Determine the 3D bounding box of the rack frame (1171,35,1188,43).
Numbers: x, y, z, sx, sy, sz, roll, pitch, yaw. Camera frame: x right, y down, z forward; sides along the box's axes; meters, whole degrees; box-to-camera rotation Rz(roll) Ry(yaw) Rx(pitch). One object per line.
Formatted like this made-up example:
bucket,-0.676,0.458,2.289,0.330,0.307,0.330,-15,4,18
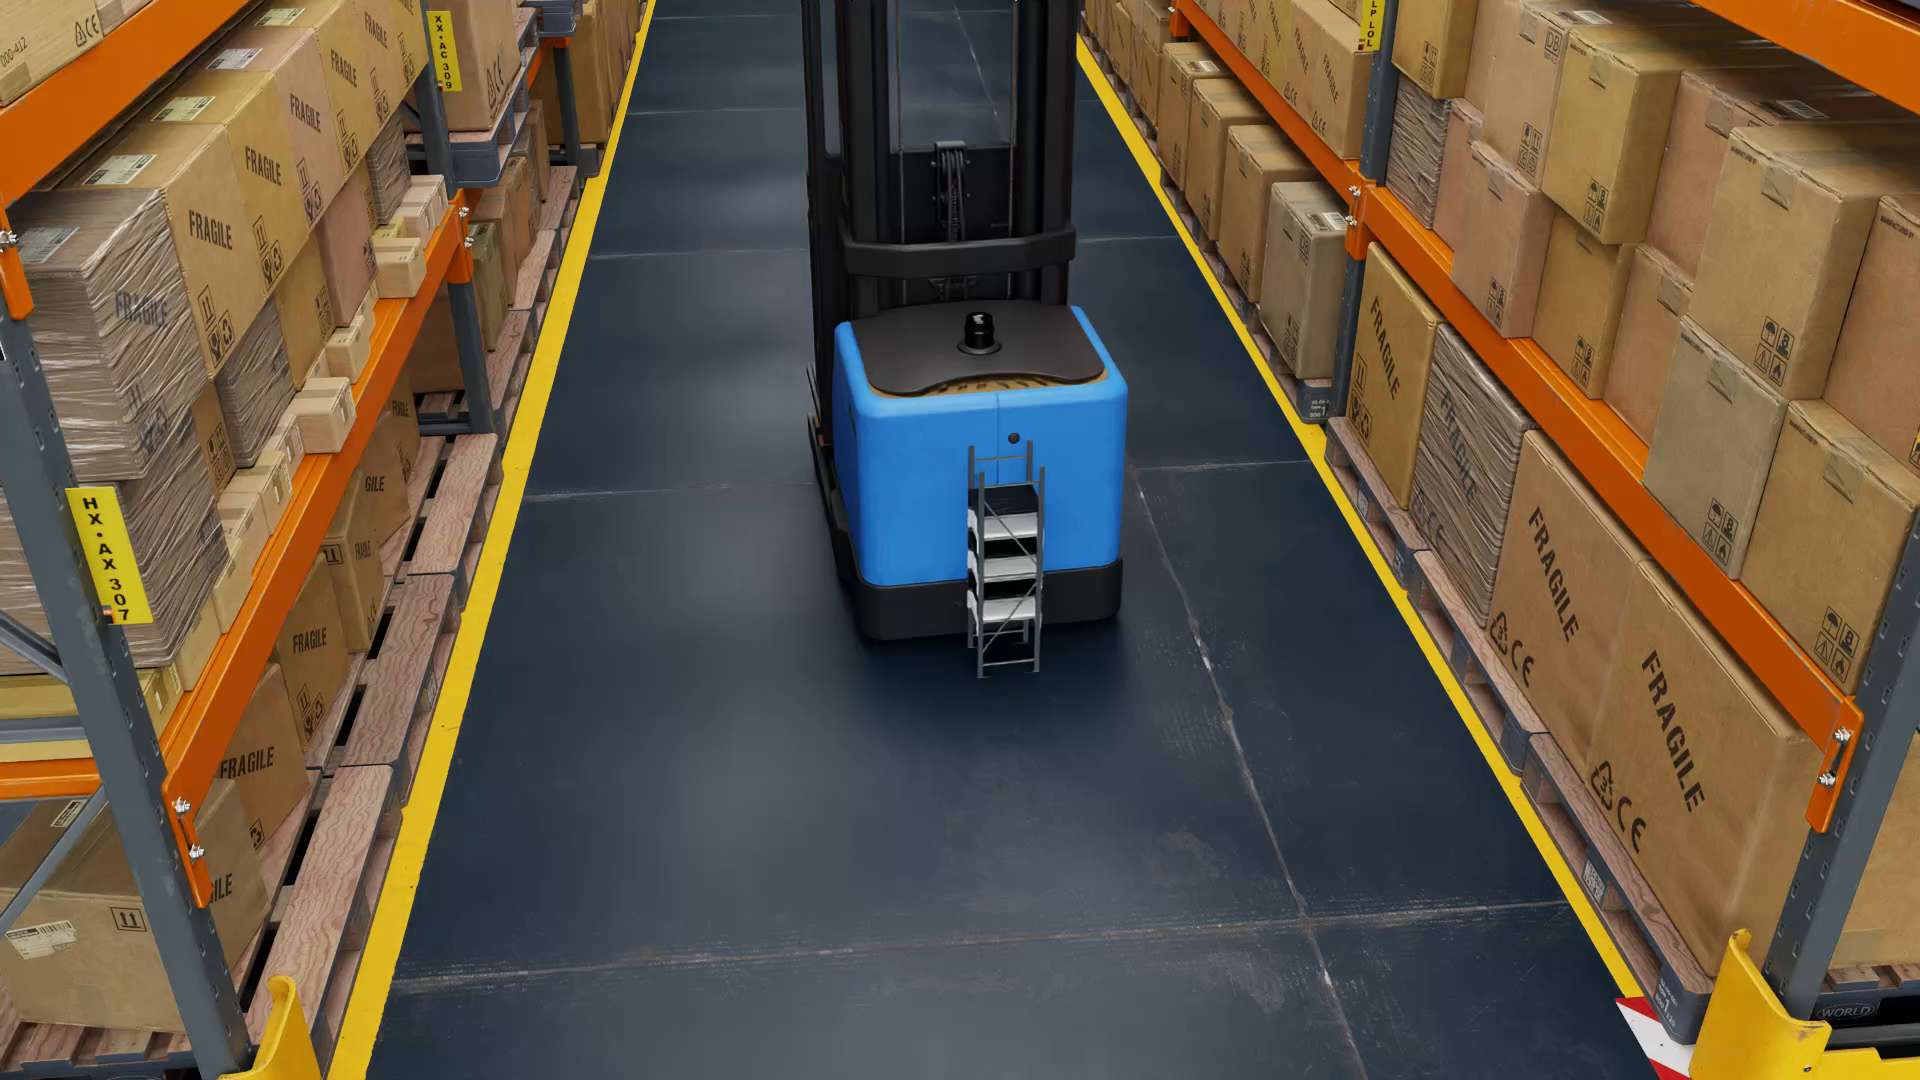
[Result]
rack frame,1.908,-3.837,10.749,1.000,3.000,0.127,-3,31,-5

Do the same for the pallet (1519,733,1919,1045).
pallet,2.503,1.040,5.303,1.003,0.211,1.213,-3,31,-5

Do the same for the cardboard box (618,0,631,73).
cardboard box,-3.249,-4.179,12.984,1.225,0.875,0.875,-4,31,-6

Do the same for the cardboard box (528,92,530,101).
cardboard box,-2.947,-2.748,10.203,0.500,0.250,0.500,-2,31,-3

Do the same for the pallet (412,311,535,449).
pallet,-2.740,-0.809,8.399,1.003,0.211,1.213,-3,31,-5

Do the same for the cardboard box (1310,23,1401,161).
cardboard box,1.967,-2.091,7.729,0.500,0.500,0.500,-3,31,-5

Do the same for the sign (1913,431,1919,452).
sign,2.114,-0.333,3.521,0.100,0.325,0.005,-3,31,-5

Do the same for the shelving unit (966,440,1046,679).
shelving unit,0.168,0.083,6.234,0.258,0.900,0.210,-5,31,-9

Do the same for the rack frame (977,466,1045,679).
rack frame,0.185,0.134,6.148,0.240,0.900,0.006,-5,31,-9

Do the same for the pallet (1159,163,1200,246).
pallet,1.907,-2.234,10.784,1.003,0.211,1.213,-3,31,-5

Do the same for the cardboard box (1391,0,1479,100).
cardboard box,2.282,-2.133,6.696,0.875,0.550,0.550,-3,31,-5

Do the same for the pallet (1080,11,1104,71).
pallet,1.609,-4.285,14.218,1.003,0.211,1.213,-3,31,-5

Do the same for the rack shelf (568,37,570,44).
rack shelf,-3.226,-4.363,12.331,1.077,0.370,4.000,-3,31,-5

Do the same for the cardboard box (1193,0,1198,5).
cardboard box,1.682,-3.638,10.318,0.500,0.500,0.500,-2,31,-4

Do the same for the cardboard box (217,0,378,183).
cardboard box,-2.256,-1.482,5.443,0.500,0.500,0.500,-3,31,-5

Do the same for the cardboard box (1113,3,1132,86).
cardboard box,1.476,-3.802,12.718,0.500,0.500,0.500,-4,31,-7

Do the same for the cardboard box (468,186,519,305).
cardboard box,-2.780,-1.569,8.960,0.700,0.500,0.500,-5,31,-9

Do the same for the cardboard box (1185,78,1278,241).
cardboard box,1.961,-2.290,9.943,1.050,0.750,0.750,-2,31,-4

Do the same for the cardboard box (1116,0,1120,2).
cardboard box,1.436,-4.386,12.965,0.500,0.250,0.500,-2,31,-3

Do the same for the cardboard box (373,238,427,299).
cardboard box,-2.241,-1.024,6.285,0.380,0.149,0.250,-3,31,-5

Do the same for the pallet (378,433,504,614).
pallet,-2.568,-0.071,7.162,1.003,0.211,1.213,-3,31,-5

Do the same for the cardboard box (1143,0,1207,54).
cardboard box,1.583,-3.603,11.653,0.500,0.250,0.500,-3,31,-6

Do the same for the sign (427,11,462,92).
sign,-2.126,-2.010,6.846,0.100,0.325,0.005,-3,31,-5

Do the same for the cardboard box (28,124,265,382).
cardboard box,-2.112,-0.716,4.161,0.500,0.500,0.500,-3,31,-5

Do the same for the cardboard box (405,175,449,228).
cardboard box,-2.353,-1.405,6.923,0.380,0.149,0.250,-3,31,-5

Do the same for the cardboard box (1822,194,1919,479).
cardboard box,2.660,-0.472,3.916,0.875,0.550,0.550,-3,31,-5

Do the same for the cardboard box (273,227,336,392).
cardboard box,-2.521,-0.782,5.247,0.875,0.500,0.500,-3,31,-5

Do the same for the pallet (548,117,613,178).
pallet,-3.038,-2.860,11.832,1.003,0.211,1.213,-3,31,-5

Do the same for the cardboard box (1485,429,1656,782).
cardboard box,2.442,0.187,5.674,0.875,0.875,0.875,-3,31,-5

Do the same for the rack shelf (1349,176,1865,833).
rack shelf,2.469,-0.465,5.805,1.077,0.370,4.000,-3,31,-5

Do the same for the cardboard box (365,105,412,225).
cardboard box,-2.685,-1.547,6.527,0.875,0.500,0.500,-3,31,-5

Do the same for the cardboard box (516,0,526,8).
cardboard box,-2.797,-3.320,9.377,0.700,0.500,0.500,2,31,3

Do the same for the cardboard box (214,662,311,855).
cardboard box,-2.423,0.703,5.176,0.500,0.500,0.500,5,31,8

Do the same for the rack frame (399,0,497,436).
rack frame,-2.666,-1.609,7.018,1.000,3.000,0.127,-3,31,-5

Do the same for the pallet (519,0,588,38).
pallet,-2.867,-3.210,9.886,1.213,0.211,1.003,-3,31,-5

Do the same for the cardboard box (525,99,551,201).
cardboard box,-2.957,-2.426,10.394,0.700,0.500,0.500,-4,31,-7

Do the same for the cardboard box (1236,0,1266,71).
cardboard box,1.823,-2.866,9.026,0.500,0.500,0.500,-3,31,-5

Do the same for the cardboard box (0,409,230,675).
cardboard box,-2.316,-0.019,3.970,0.875,0.500,0.500,-3,31,-5

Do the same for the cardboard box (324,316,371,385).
cardboard box,-2.227,-0.639,5.639,0.380,0.149,0.250,-3,31,-5

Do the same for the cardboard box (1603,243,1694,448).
cardboard box,2.576,-0.576,5.143,0.875,0.550,0.550,-3,31,-5

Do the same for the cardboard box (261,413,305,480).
cardboard box,-2.205,-0.254,4.994,0.380,0.149,0.250,-3,31,-5

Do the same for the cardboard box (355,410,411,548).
cardboard box,-2.607,-0.218,6.718,0.500,0.500,0.500,7,32,11

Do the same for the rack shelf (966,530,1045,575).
rack shelf,0.168,0.034,6.205,0.258,0.077,0.200,-5,31,-9

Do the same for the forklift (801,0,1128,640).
forklift,-0.121,-1.610,7.087,1.130,2.935,3.031,-5,31,-9

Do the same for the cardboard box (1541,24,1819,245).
cardboard box,2.420,-1.305,5.311,0.875,0.550,0.500,-3,31,-5

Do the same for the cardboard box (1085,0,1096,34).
cardboard box,1.340,-4.596,14.048,0.500,0.500,0.500,-2,31,-3

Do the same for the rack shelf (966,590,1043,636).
rack shelf,0.168,0.266,6.343,0.258,0.077,0.200,-5,31,-9

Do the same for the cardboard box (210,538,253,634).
cardboard box,-2.094,0.127,4.357,0.380,0.149,0.250,-3,31,-5

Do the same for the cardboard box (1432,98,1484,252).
cardboard box,2.402,-1.392,6.509,0.875,0.550,0.550,-3,31,-5

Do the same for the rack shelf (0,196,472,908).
rack shelf,-2.479,-0.279,5.493,1.077,0.370,4.000,-3,31,-5
